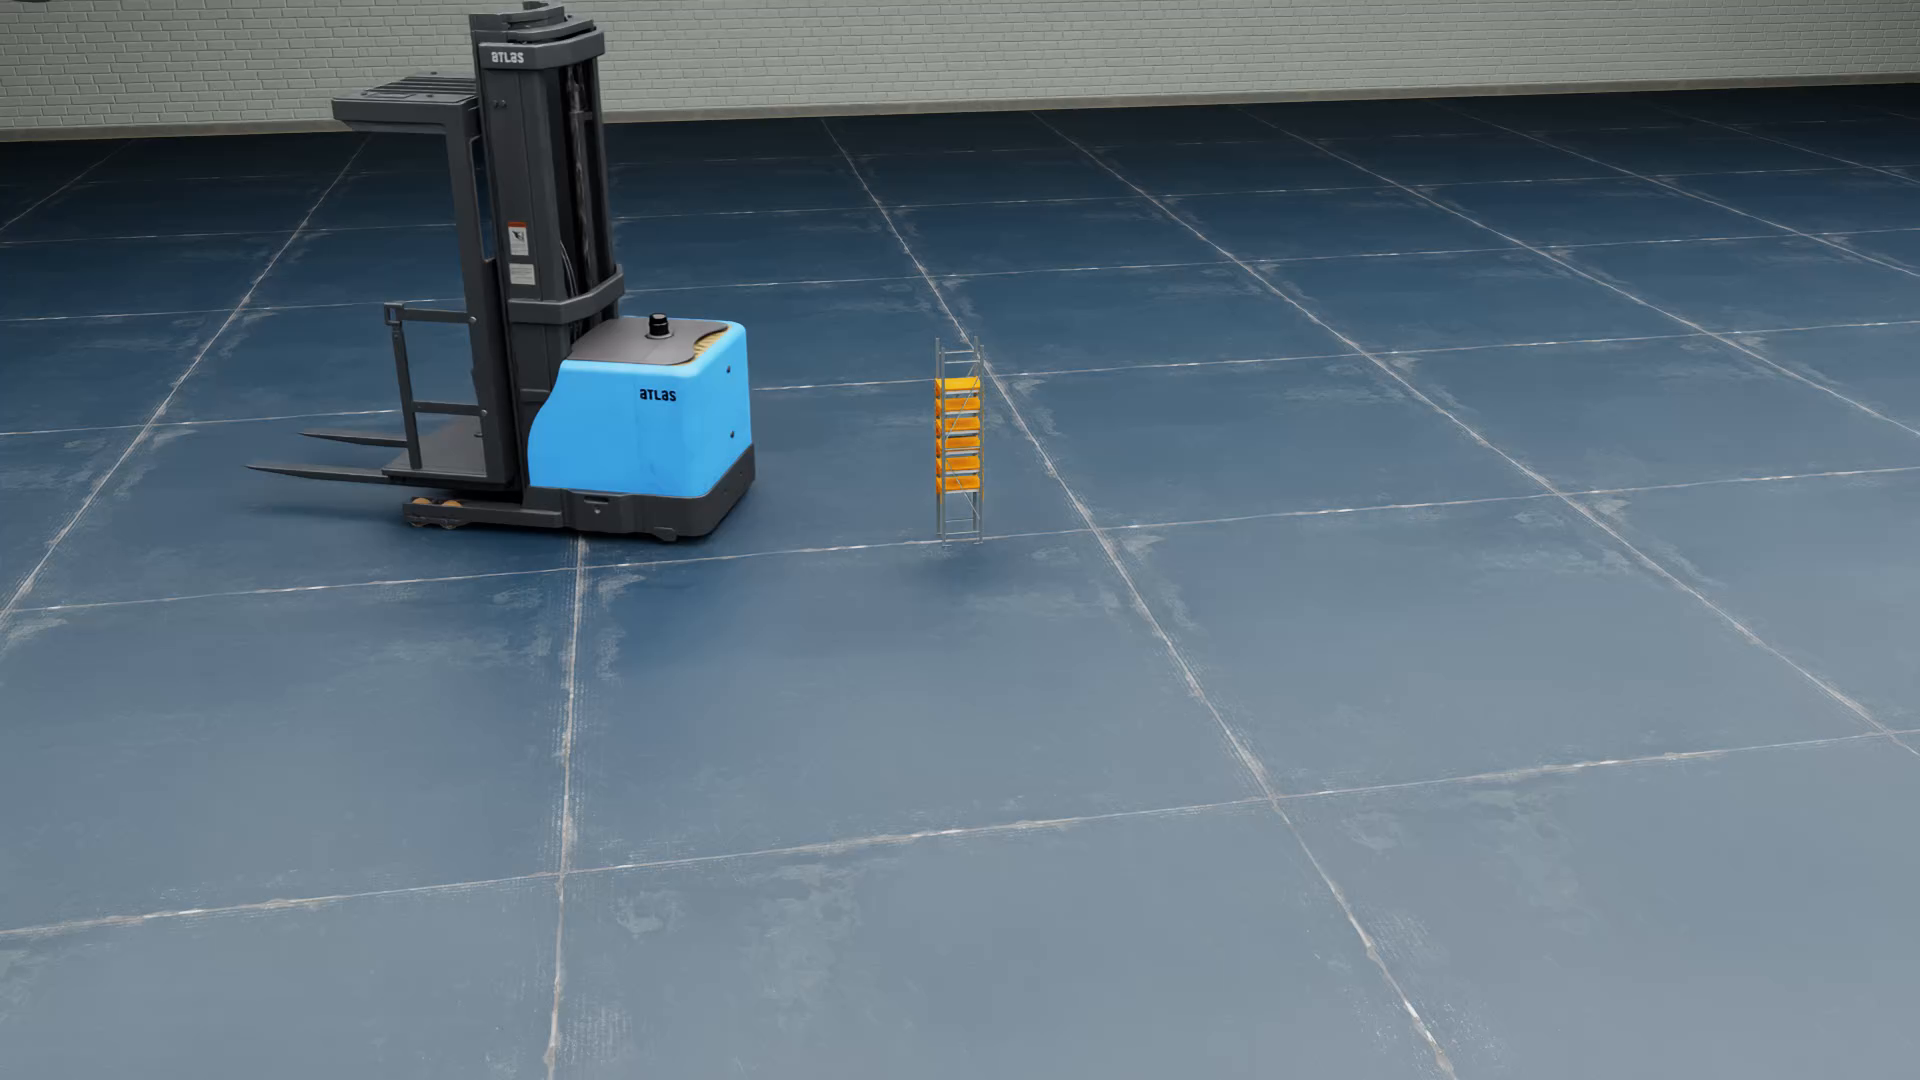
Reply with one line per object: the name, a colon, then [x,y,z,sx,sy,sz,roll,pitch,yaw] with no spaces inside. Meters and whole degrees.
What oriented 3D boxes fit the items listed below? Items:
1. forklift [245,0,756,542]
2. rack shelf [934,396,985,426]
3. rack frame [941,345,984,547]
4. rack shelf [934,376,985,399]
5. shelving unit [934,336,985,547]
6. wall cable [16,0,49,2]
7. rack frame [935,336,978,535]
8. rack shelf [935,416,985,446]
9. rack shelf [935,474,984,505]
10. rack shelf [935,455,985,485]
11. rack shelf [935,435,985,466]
forklift: [-2.854,-1.610,9.774,3.031,2.935,1.130,4,24,10]
rack shelf: [-0.003,-0.735,9.445,0.258,0.103,0.180,-4,24,-10]
rack frame: [0.014,-0.520,9.440,0.240,1.200,0.006,-4,24,-10]
rack shelf: [-0.003,-0.845,9.397,0.258,0.103,0.180,-4,24,-10]
shelving unit: [-0.003,-0.556,9.523,0.258,1.200,0.189,-4,24,-10]
wall cable: [-12.773,-7.829,20.312,3.097,2.526,0.112,-4,24,-10]
rack frame: [-0.020,-0.592,9.605,0.240,1.200,0.006,-4,24,-10]
rack shelf: [-0.003,-0.625,9.493,0.258,0.103,0.180,-4,24,-10]
rack shelf: [-0.003,-0.295,9.637,0.258,0.103,0.180,-4,24,-10]
rack shelf: [-0.003,-0.405,9.589,0.258,0.103,0.180,-4,24,-10]
rack shelf: [-0.003,-0.515,9.541,0.258,0.103,0.180,-4,24,-10]
